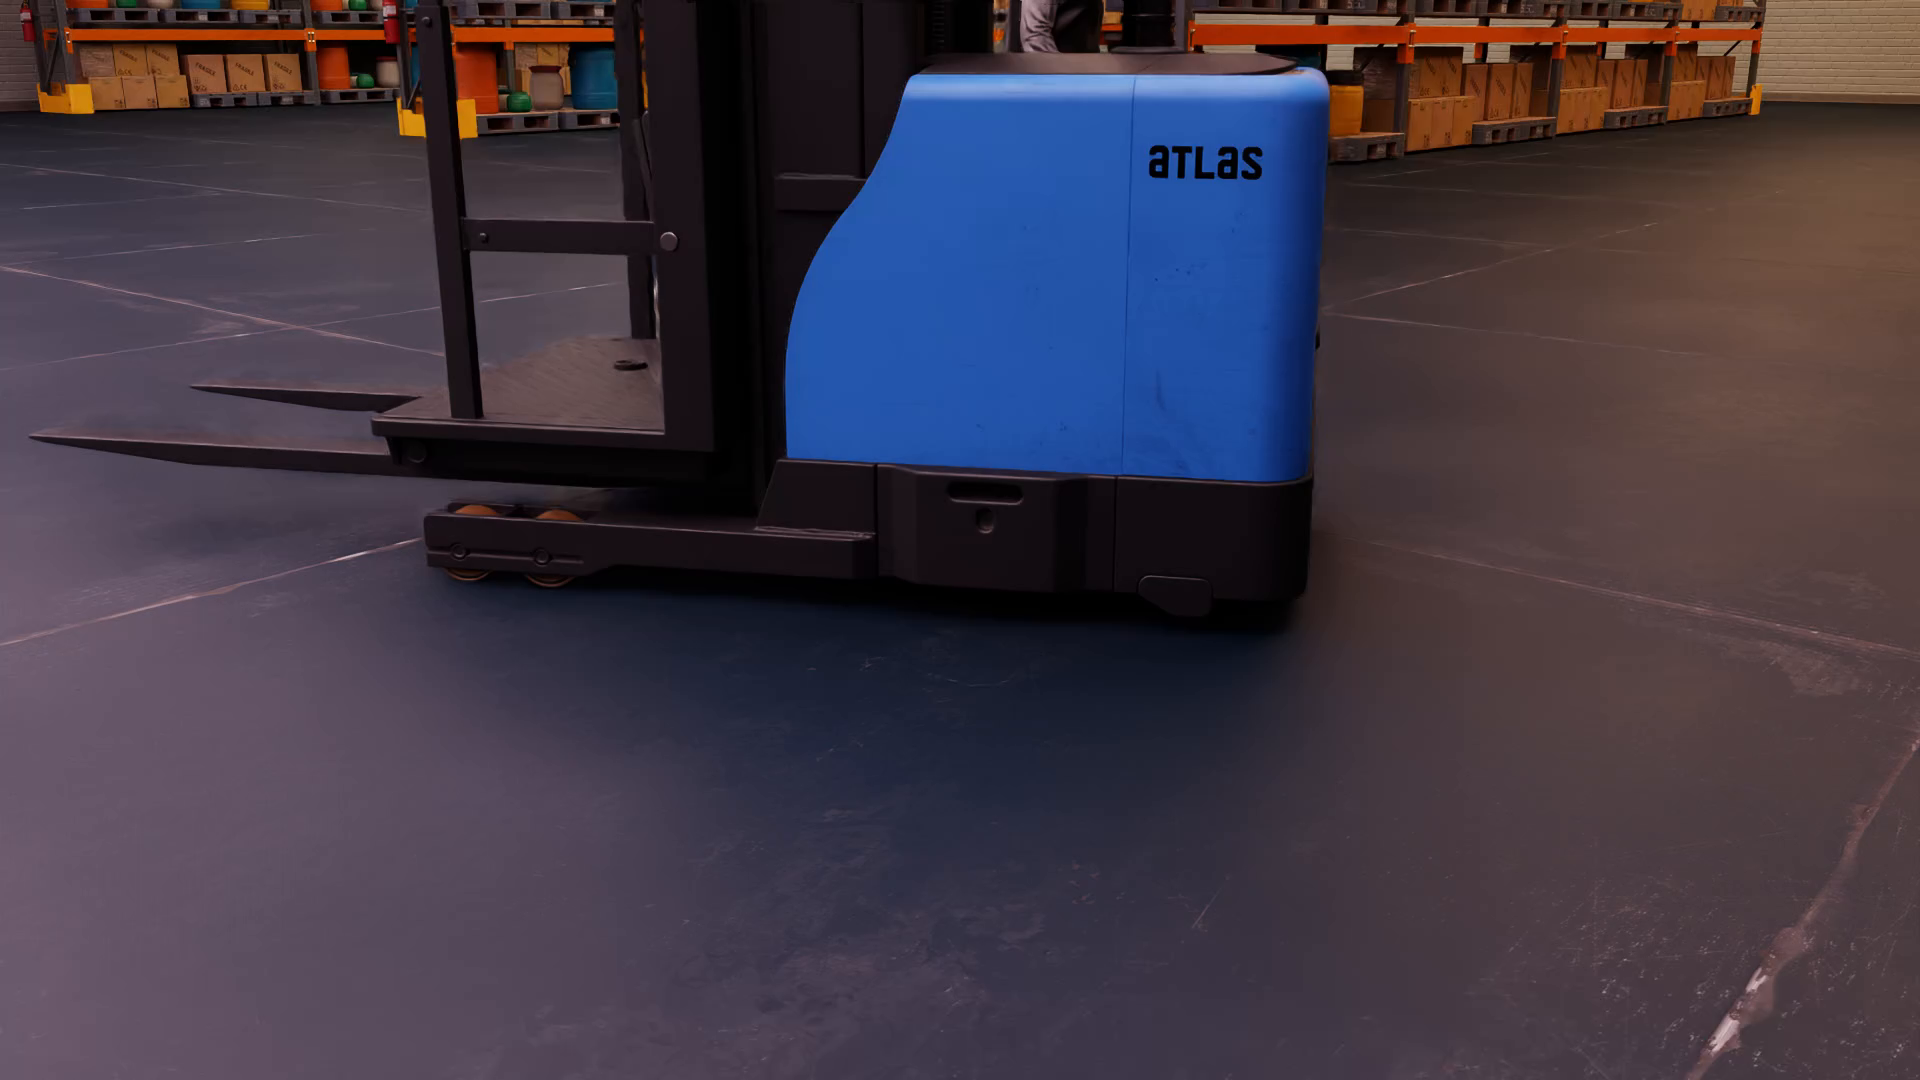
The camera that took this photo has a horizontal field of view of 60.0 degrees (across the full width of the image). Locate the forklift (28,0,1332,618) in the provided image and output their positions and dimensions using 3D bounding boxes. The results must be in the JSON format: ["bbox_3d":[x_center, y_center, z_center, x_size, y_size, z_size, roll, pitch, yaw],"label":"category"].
[{"bbox_3d":[-0.695,-1.445,3.655,3.031,2.935,1.130,3,17,11],"label":"forklift"}]

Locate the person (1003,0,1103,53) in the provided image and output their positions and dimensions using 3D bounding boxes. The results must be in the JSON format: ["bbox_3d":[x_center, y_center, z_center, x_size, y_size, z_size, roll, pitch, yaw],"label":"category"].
[{"bbox_3d":[0.382,-1.492,5.903,0.466,1.716,0.665,2,17,8],"label":"person"}]
